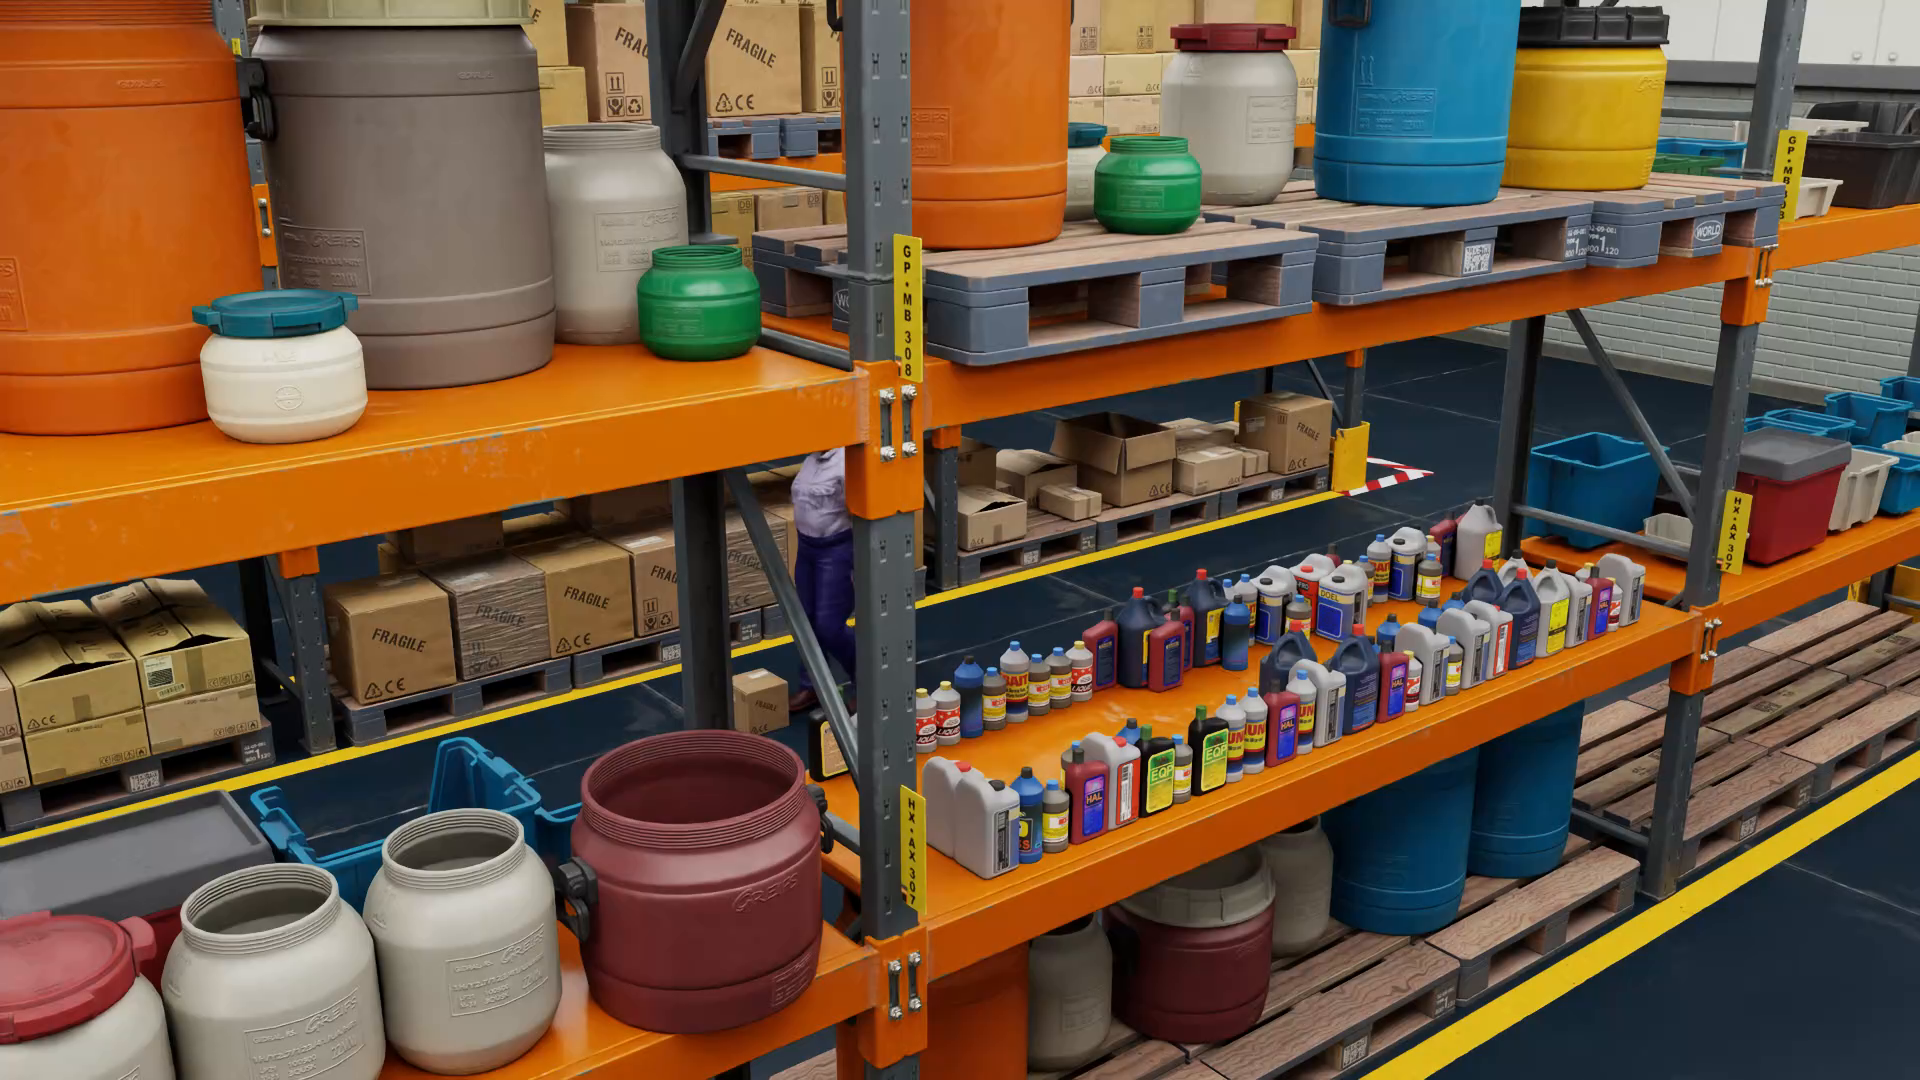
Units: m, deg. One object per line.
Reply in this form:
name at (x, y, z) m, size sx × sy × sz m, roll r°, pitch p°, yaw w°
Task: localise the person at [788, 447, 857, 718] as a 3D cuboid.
person at (-0.718, 0.110, 8.684) m, size 0.504 × 1.663 × 0.509 m, roll -14°, pitch 22°, yaw -37°
